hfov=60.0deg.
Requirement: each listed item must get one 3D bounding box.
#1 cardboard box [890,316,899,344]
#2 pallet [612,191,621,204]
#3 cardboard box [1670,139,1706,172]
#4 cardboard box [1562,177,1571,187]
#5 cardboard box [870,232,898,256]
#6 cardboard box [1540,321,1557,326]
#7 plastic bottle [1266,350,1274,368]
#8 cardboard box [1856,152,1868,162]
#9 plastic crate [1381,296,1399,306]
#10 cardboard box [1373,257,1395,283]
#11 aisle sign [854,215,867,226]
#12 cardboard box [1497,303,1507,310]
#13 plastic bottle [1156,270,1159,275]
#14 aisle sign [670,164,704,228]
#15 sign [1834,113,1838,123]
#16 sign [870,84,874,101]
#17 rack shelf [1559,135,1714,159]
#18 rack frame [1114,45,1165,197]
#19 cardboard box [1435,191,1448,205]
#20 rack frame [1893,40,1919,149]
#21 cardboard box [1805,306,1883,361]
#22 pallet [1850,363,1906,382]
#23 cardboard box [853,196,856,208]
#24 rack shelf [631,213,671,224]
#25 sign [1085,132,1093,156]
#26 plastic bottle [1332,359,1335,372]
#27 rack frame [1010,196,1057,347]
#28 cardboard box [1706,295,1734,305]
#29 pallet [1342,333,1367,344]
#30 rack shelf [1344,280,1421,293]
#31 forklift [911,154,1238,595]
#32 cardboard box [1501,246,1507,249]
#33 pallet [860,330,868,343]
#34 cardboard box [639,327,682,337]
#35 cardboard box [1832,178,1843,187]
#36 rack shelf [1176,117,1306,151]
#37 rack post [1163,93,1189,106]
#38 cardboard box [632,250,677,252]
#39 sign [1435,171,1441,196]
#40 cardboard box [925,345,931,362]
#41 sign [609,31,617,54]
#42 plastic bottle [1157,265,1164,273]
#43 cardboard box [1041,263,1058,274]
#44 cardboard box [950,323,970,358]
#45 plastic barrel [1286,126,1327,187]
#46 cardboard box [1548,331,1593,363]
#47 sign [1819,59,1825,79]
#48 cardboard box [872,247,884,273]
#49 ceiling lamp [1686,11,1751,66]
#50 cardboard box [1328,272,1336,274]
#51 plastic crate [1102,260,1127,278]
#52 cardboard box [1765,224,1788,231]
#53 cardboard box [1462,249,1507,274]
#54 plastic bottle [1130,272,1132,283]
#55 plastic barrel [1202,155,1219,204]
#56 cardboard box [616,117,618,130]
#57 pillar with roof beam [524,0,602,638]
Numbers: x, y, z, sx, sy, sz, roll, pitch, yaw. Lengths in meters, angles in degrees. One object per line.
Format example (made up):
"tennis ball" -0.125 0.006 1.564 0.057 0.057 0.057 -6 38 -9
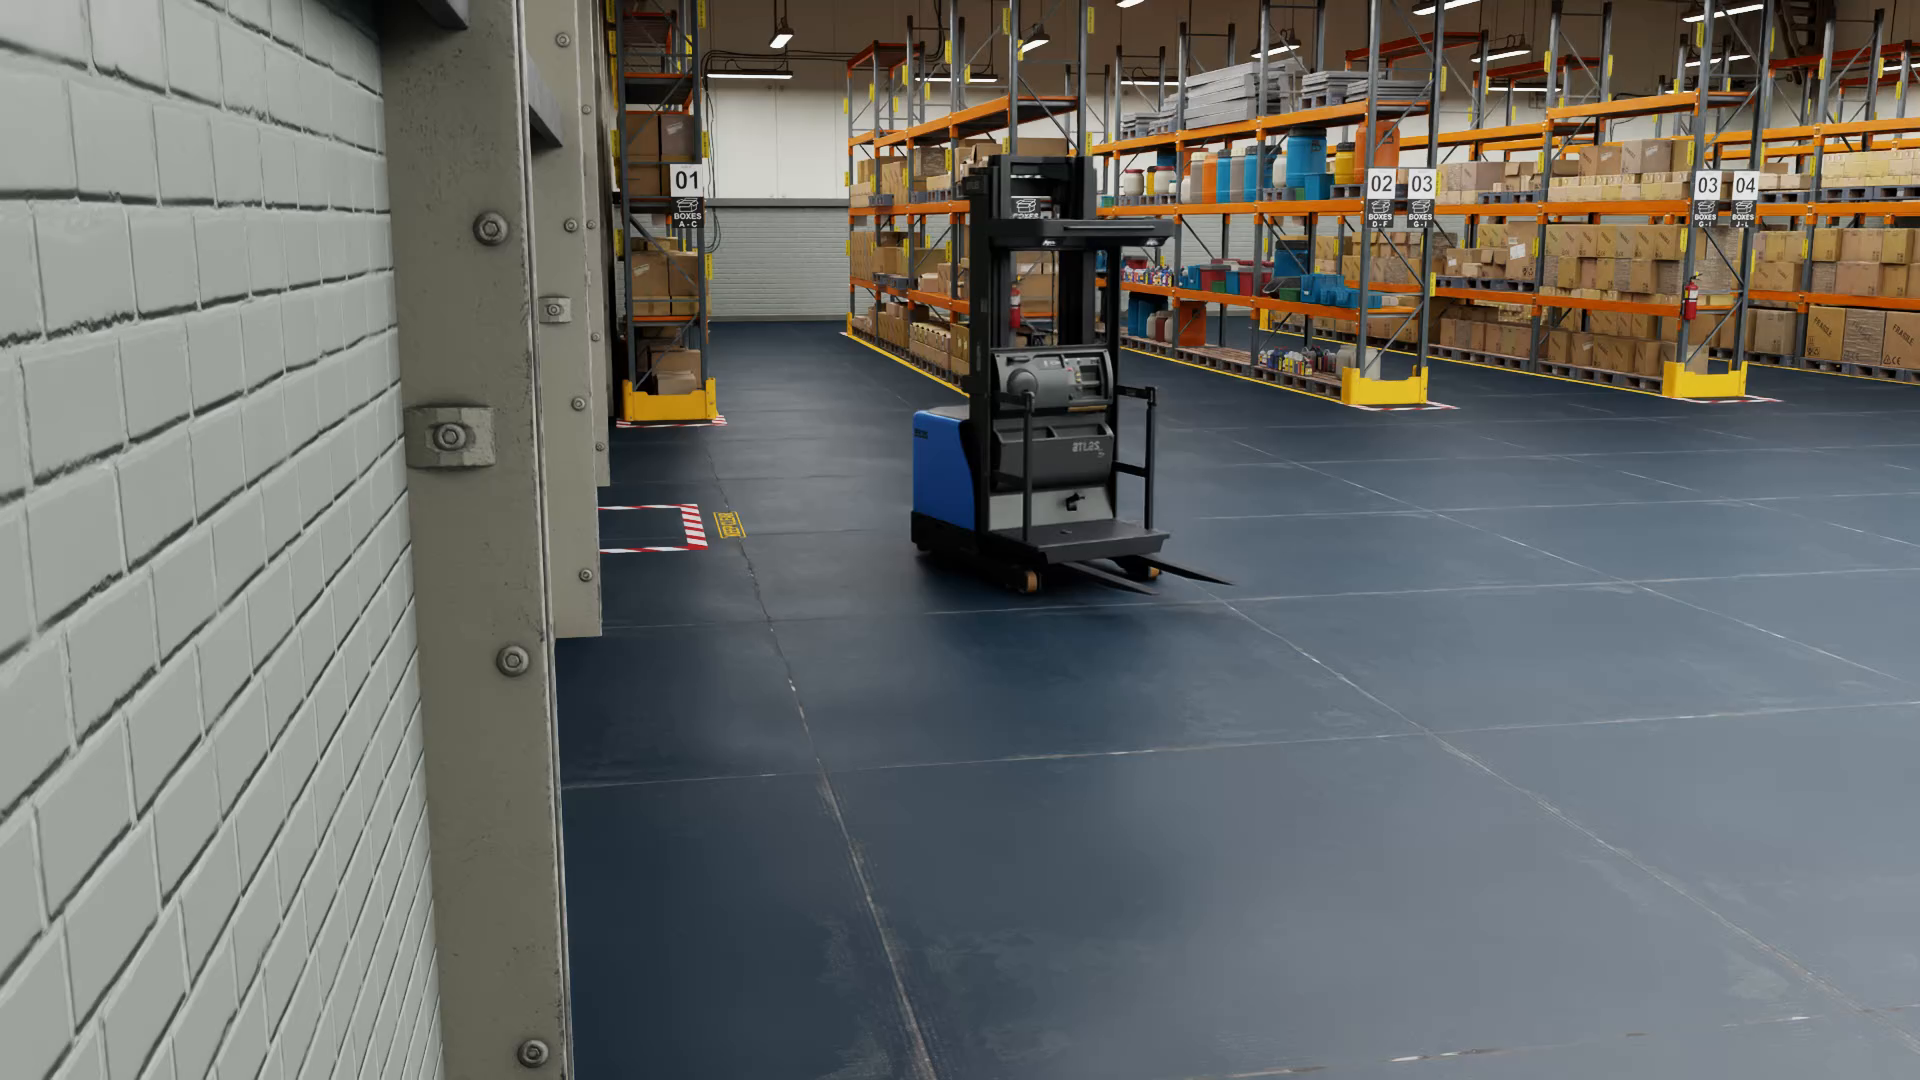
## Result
"cardboard box" -1.040 -4.014 31.772 0.500 0.500 0.500 -3 11 -13
"pallet" -5.455 -5.988 29.117 1.213 0.211 1.003 -2 11 -8
"cardboard box" 10.831 -5.761 25.018 0.500 0.500 0.500 -2 11 -11
"cardboard box" 9.956 -5.776 26.835 0.380 0.149 0.250 -3 11 -14
"cardboard box" -1.550 -6.029 33.909 0.500 0.500 0.500 -2 11 -11
"cardboard box" 12.995 -4.792 36.854 0.380 0.149 0.250 -2 11 -10
"plastic bottle" 4.940 -2.863 26.324 0.152 0.276 0.135 -2 11 -9
"cardboard box" 14.848 -6.238 27.075 0.380 0.149 0.250 -2 11 -12
"plastic crate" 6.138 -3.430 23.902 0.298 0.136 0.250 -2 11 -11
"cardboard box" 8.666 -5.442 33.499 0.500 0.500 0.500 -2 11 -10
"aisle sign" -2.277 -7.418 37.195 0.394 0.787 0.004 -2 11 -11
"cardboard box" 12.671 -5.409 38.505 0.380 0.149 0.250 -2 11 -10
"plastic bottle" 3.826 -5.101 32.289 0.061 0.283 0.133 -2 11 -11
"aisle sign" -3.414 -4.299 20.806 0.394 0.787 0.004 -2 11 -11
"sign" 21.799 -10.465 41.404 0.100 0.325 0.005 -2 11 -11
"sign" -1.733 -8.834 32.832 0.100 0.325 0.005 -2 11 -11
"rack shelf" 13.794 -7.957 33.930 1.077 0.370 4.000 -2 11 -11
"rack frame" 3.662 -8.532 33.956 1.000 3.000 0.127 -2 11 -11
"cardboard box" 9.140 -6.336 30.841 0.500 0.250 0.500 -2 11 -10
"rack frame" 19.019 -8.339 32.941 1.000 3.000 0.127 -2 11 -11
"cardboard box" 15.015 -3.504 28.145 0.875 0.875 0.875 -2 11 -10
"pallet" 15.273 -2.723 26.940 1.003 0.211 1.213 -2 11 -11
"cardboard box" -2.040 -7.343 36.134 0.500 0.250 0.500 -2 11 -11
"rack shelf" -6.445 -6.712 34.338 1.077 0.370 4.000 -2 11 -11
"sign" 1.682 -5.165 21.741 0.100 0.325 0.005 -2 11 -11
"plastic bottle" 5.804 -2.706 25.701 0.097 0.201 0.097 0 11 0
"rack frame" 1.137 -3.205 22.011 1.000 3.000 0.127 -2 11 -11
"cardboard box" 11.033 -3.502 24.244 0.380 0.149 0.250 -2 11 -11
"pallet" 8.744 -4.256 34.995 1.003 0.211 1.213 -2 11 -11
"rack shelf" 8.909 -5.045 33.603 1.077 0.370 4.000 -2 11 -11
"forklift" 0.764 -1.167 11.489 1.130 2.935 3.031 -6 12 -28
"cardboard box" 12.761 -6.483 38.170 0.500 0.500 0.500 -2 11 -12
"pallet" -1.571 -4.386 35.675 1.003 0.211 1.213 -2 11 -11
"cardboard box" -5.087 -3.349 28.278 0.700 0.500 0.500 -2 11 -10
"cardboard box" 14.751 -5.939 27.634 0.380 0.149 0.250 -2 11 -11
"rack shelf" 4.829 -6.882 28.279 1.077 0.370 4.000 -2 11 -11
"rack post" 4.192 -8.191 30.785 0.624 0.289 0.986 -2 11 -11
"cardboard box" -5.177 -4.670 28.268 0.700 0.500 0.500 -3 11 -18
"sign" 6.536 -4.881 22.773 0.100 0.325 0.005 -2 11 -11
"cardboard box" -0.301 -3.139 27.898 0.500 0.250 0.500 -2 11 -10
"sign" -5.043 -7.220 24.140 0.100 0.325 0.005 -2 11 -11
"plastic bottle" 4.056 -5.365 33.493 0.144 0.351 0.185 -2 11 -11
"cardboard box" 1.271 -3.652 22.360 0.380 0.149 0.250 -2 11 -11
"cardboard box" 0.142 -3.066 25.506 0.500 0.500 0.500 -2 11 -11
"plastic barrel" 5.307 -5.857 25.462 0.600 0.901 0.708 -2 11 -11
"cardboard box" 10.115 -3.201 27.556 0.500 0.500 0.500 -2 11 -13
"sign" 14.431 -7.883 27.834 0.100 0.325 0.005 -2 11 -11
"cardboard box" -1.325 -5.566 33.026 0.700 0.500 0.500 -6 12 -30
"ceiling lamp" 16.261 -11.708 35.028 0.800 3.185 2.000 -2 11 -11
"cardboard box" 8.140 -5.686 35.718 0.380 0.149 0.250 -2 11 -11
"plastic crate" 3.237 -5.680 34.897 0.392 0.384 0.575 -2 11 -11
"cardboard box" 18.434 -7.052 37.547 0.380 0.149 0.250 -2 11 -12
"cardboard box" 9.649 -5.090 30.529 0.700 0.500 0.500 0 11 -3
"plastic bottle" 3.464 -5.281 33.453 0.097 0.201 0.097 0 11 0
"plastic barrel" 4.514 -6.257 28.879 0.600 0.830 0.708 -2 11 -11
"cardboard box" -4.179 -5.217 21.565 0.500 0.500 0.500 -1 11 -7
"pillar with roof beam" 1.850 -4.023 10.268 9.100 9.000 0.400 -2 11 -11
